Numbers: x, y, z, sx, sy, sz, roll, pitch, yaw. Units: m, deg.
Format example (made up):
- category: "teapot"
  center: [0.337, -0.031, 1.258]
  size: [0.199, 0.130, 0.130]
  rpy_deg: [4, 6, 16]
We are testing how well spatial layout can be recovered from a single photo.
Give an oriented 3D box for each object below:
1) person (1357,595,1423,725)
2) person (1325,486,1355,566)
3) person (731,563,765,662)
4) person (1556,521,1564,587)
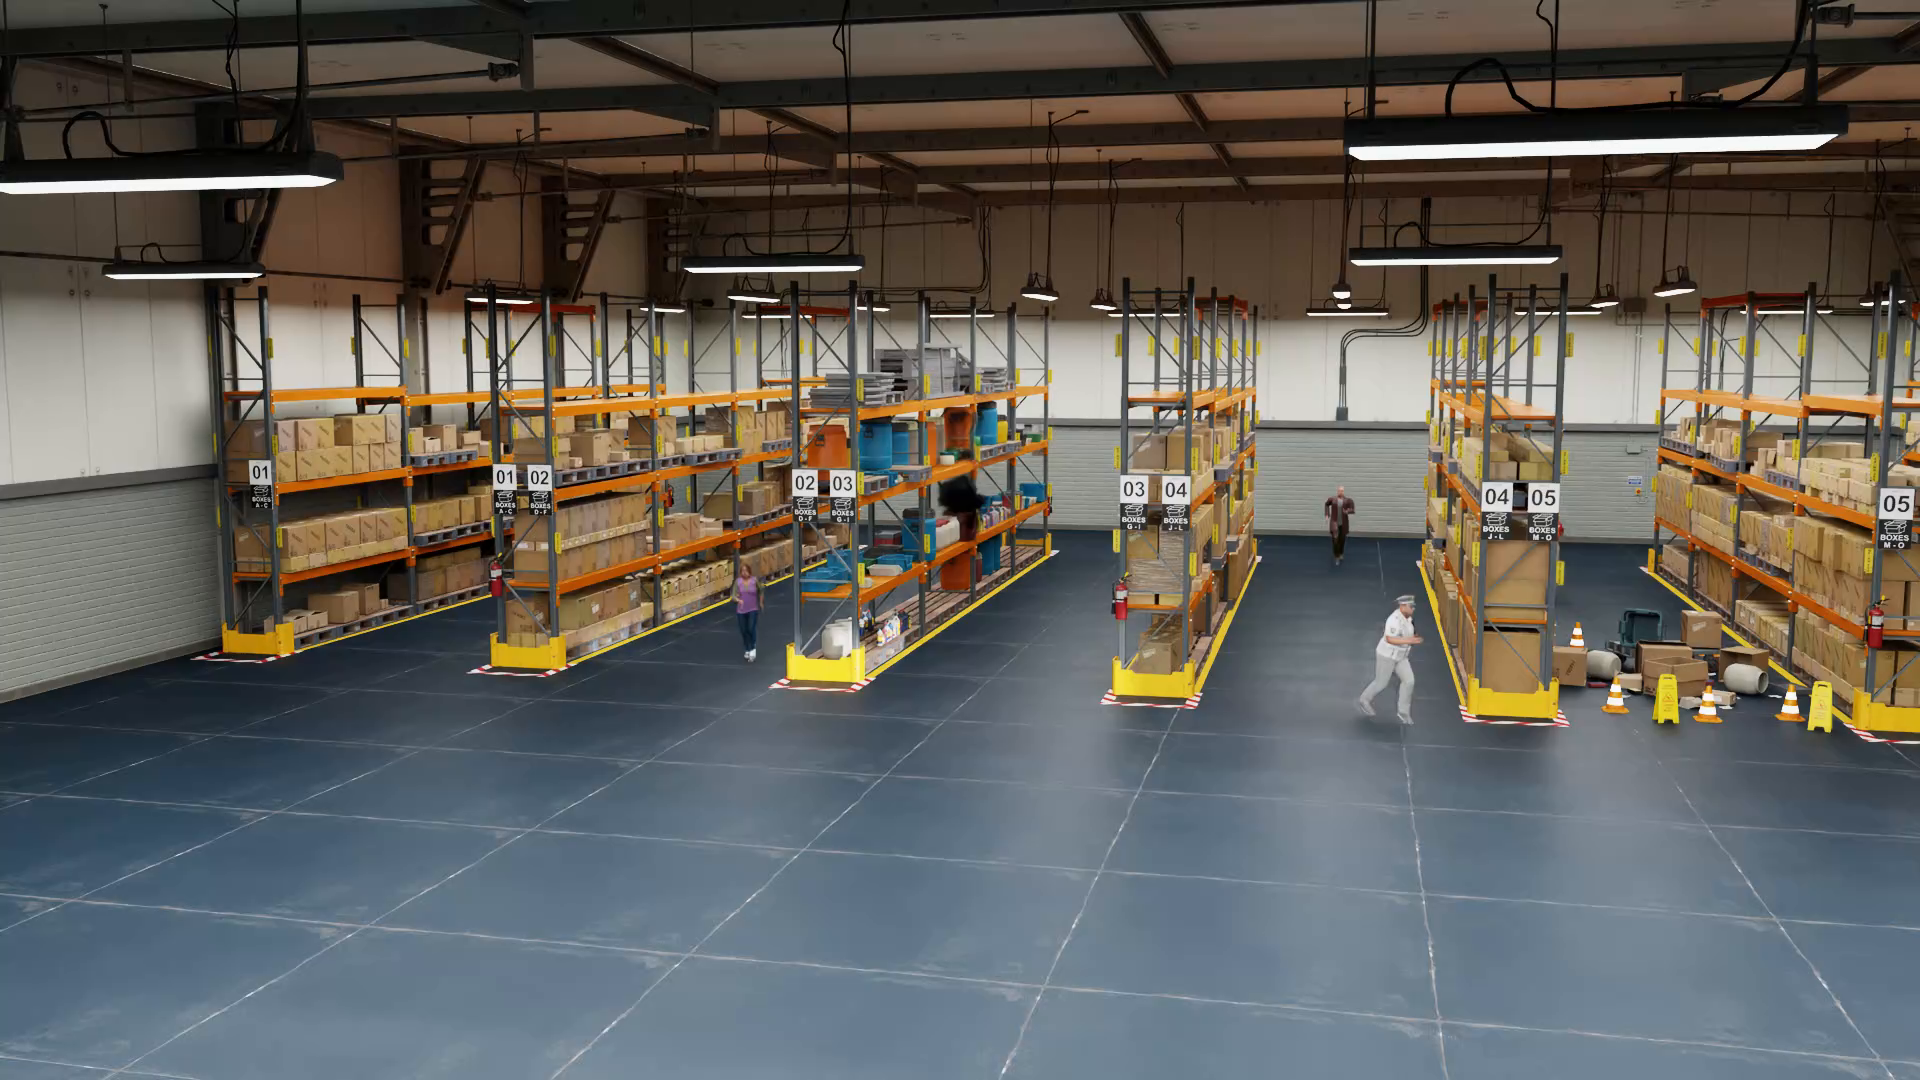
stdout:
- category: "person"
  center: [5.801, 1.613, 22.381]
  size: [0.962, 1.823, 0.684]
  rpy_deg: [7, 9, 45]
- category: "person"
  center: [8.863, -0.350, 38.801]
  size: [0.671, 1.831, 0.958]
  rpy_deg: [1, 7, 8]
- category: "person"
  center: [-3.395, 1.174, 26.586]
  size: [0.504, 1.558, 0.732]
  rpy_deg: [0, 7, 0]
- category: "person"
  center: [12.163, 0.236, 34.362]
  size: [0.652, 1.749, 0.976]
  rpy_deg: [1, 7, 8]
